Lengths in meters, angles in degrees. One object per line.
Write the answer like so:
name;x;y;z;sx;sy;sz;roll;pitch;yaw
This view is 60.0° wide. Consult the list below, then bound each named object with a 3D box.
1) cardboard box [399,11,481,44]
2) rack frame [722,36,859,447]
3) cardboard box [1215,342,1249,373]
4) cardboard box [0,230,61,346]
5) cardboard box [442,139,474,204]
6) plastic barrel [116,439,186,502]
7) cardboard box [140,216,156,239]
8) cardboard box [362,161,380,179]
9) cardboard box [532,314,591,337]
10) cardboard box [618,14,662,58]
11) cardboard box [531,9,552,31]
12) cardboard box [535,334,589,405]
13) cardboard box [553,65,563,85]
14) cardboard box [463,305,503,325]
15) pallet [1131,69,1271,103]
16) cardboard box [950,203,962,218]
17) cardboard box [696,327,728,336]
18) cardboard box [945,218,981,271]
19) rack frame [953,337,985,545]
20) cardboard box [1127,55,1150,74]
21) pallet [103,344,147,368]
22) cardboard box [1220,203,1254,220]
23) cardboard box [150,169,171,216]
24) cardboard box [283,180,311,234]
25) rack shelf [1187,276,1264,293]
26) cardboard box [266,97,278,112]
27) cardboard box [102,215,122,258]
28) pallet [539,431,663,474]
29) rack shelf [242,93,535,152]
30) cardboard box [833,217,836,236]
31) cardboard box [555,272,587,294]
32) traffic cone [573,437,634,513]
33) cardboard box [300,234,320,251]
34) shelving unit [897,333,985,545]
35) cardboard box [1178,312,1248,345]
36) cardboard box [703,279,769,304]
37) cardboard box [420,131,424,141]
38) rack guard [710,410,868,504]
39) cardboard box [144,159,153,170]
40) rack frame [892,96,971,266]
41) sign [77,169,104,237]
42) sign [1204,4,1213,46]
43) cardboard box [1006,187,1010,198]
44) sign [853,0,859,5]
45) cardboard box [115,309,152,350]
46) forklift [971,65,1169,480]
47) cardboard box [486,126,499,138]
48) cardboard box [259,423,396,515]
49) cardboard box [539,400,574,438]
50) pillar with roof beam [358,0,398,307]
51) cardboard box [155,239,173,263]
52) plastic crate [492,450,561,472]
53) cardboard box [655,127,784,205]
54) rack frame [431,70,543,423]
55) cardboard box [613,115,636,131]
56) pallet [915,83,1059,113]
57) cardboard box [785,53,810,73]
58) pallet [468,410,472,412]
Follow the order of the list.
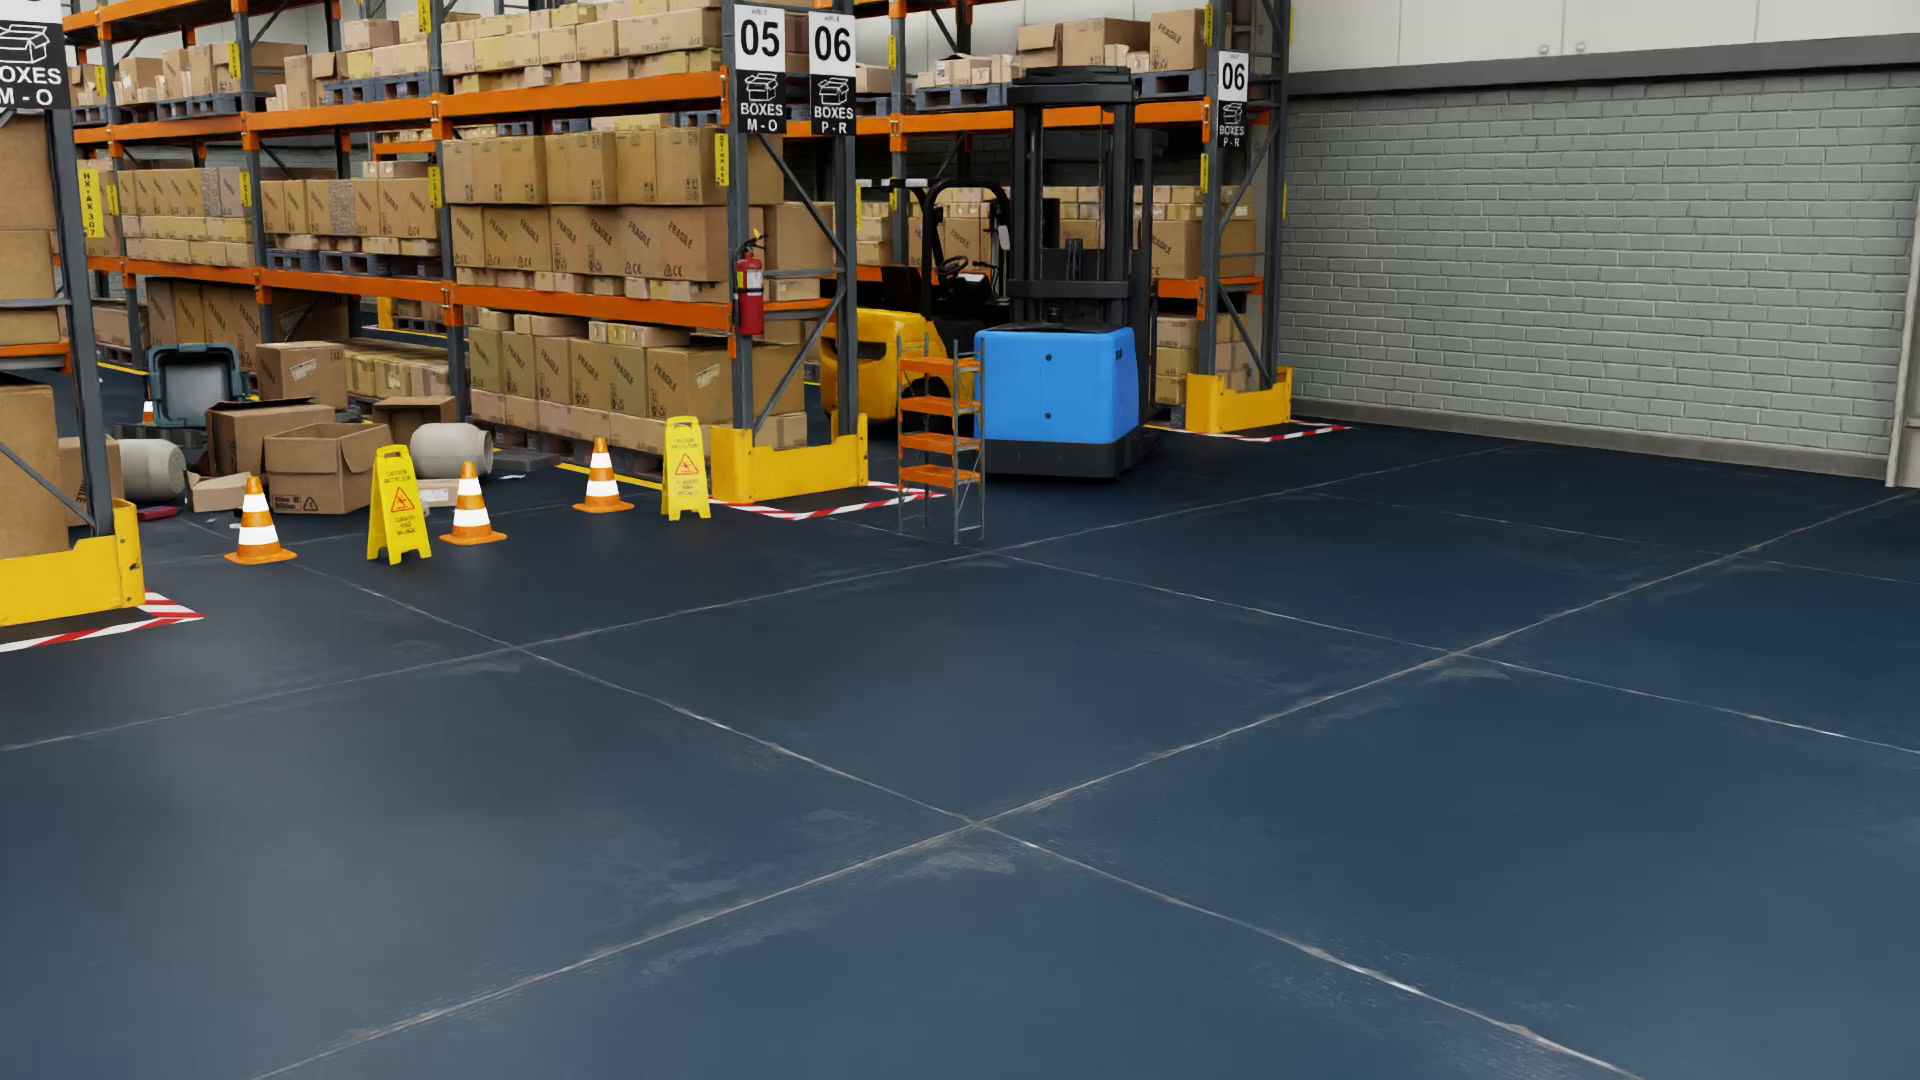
cardboard box;-4.370;-4.296;13.986;0.500;0.250;0.500;-10;16;-41
rack frame;-1.115;-1.799;11.209;1.000;3.000;0.127;-11;16;-43
cardboard box;2.298;-1.692;15.227;0.500;0.250;0.500;-11;16;-42
cardboard box;-4.915;-1.215;8.006;0.875;0.550;0.550;-11;16;-43
cardboard box;-3.731;-2.972;13.443;0.700;0.500;0.500;-11;16;-43
plastic barrel;-5.495;-0.464;11.116;0.512;0.421;0.421;-1;12;-4
cardboard box;-8.922;-3.546;18.821;0.500;0.250;0.500;-11;16;-42
cardboard box;-5.051;-3.272;14.726;0.250;0.149;0.380;11;16;43
cardboard box;-3.078;-1.662;12.855;0.380;0.149;0.250;-10;15;-39
cardboard box;-2.000;-3.453;11.438;0.500;0.250;0.500;-11;16;-43
cardboard box;-2.957;-3.845;12.355;0.380;0.149;0.250;-11;16;-43
cardboard box;-2.930;-1.333;12.861;0.500;0.500;0.500;-10;15;-40
cardboard box;-2.774;-3.423;12.283;0.380;0.149;0.250;-11;16;-42
cardboard box;-6.944;-3.423;24.248;0.500;0.500;0.700;11;16;43
pallet;2.003;-4.024;14.793;1.003;0.211;1.213;-11;16;-43
cardboard box;0.120;-3.287;16.575;0.380;0.149;0.250;-11;16;-43
cardboard box;-2.632;-2.608;19.982;0.875;0.625;0.625;-10;15;-41
cardboard box;0.199;-2.949;16.543;0.500;0.500;0.500;-11;16;-42
rack frame;0.054;-0.576;9.735;0.240;1.200;0.015;-11;16;-43
cardboard box;1.680;-4.170;14.620;0.250;0.149;0.380;11;16;44
pallet;-9.871;-2.306;20.582;1.003;0.211;1.213;-11;16;-43
cardboard box;2.425;-2.943;14.909;0.250;0.149;0.380;11;16;44
cardboard box;-8.590;-3.841;18.393;0.500;0.500;0.500;11;16;44
cardboard box;-6.132;-3.194;15.953;0.500;0.500;0.500;-10;15;-40
rack shelf;1.091;-2.526;16.038;0.919;0.124;3.809;-11;16;-43
cardboard box;-6.545;-4.243;16.260;0.380;0.149;0.250;-11;16;-43
cardboard box;-9.907;-3.631;19.855;0.500;0.500;0.500;-11;16;-42
pallet;-2.542;-0.746;13.007;1.003;0.211;1.213;-11;16;-43
rack shelf;-5.259;-3.791;15.229;1.077;0.370;4.000;-11;16;-43
cardboard box;-1.175;-3.356;17.901;0.500;0.250;0.500;11;16;44
cardboard box;-2.821;-1.948;12.555;0.380;0.149;0.250;-11;16;-43
traffic cone;-2.345;-0.439;10.897;0.336;0.463;0.334;-11;16;-43
cardboard box;-6.048;-2.840;15.846;0.380;0.149;0.250;-11;16;-42
shelving unit;-0.114;-0.612;9.908;0.258;1.200;0.503;-11;16;-43
cardboard box;2.277;-1.936;15.171;0.500;0.250;0.500;-11;16;-43
cardboard box;-1.528;-1.700;11.354;0.380;0.149;0.250;-10;15;-41
cardboard box;-7.661;-5.903;24.321;0.380;0.149;0.250;-11;16;-43
rack guard;-1.168;-0.586;11.515;1.175;0.500;0.348;-11;16;-43
cardboard box;-9.621;-4.524;20.102;0.380;0.149;0.250;-11;16;-42
rack frame;-0.290;-3.075;17.402;1.000;3.000;0.127;-11;16;-43
sign;-4.220;-1.633;8.065;0.100;0.325;0.005;-11;16;-43
sign;2.070;-4.281;13.827;0.100;0.325;0.005;-11;16;-43
cardboard box;0.662;-3.322;16.011;0.380;0.149;0.250;-11;16;-43
sign;-0.723;-3.772;11.185;0.100;0.325;0.005;-11;16;-43
cardboard box;-9.758;-2.607;20.443;0.875;0.438;0.875;-11;16;-43
forklift;0.987;-2.117;12.922;1.130;2.935;3.031;3;12;16
cardboard box;-6.277;-5.600;22.846;0.380;0.149;0.250;-11;16;-43
cardboard box;-4.159;-0.480;10.992;0.637;0.503;0.797;1;12;6
cardboard box;-2.920;-0.964;12.932;0.500;0.250;0.500;-11;16;-43
pillar with roof beam;-12.901;-7.684;24.905;9.100;9.000;0.400;-11;16;-43
cardboard box;-8.589;-3.223;18.495;0.500;0.250;0.500;-11;16;-43
plastic crate;-3.387;-0.609;12.670;0.583;0.080;0.402;6;13;26
cardboard box;-1.626;-2.527;11.282;0.500;0.500;0.700;11;16;44
rack frame;-3.878;-2.383;14.042;1.000;3.000;0.127;-11;16;-43
cardboard box;-3.930;-5.169;20.503;0.500;0.250;0.500;-11;16;-42
pallet;0.318;-4.380;16.522;1.003;0.211;1.213;-11;16;-43
cardboard box;-1.110;-3.238;11.386;0.380;0.149;0.250;-11;16;-42
pallet;-4.416;-1.130;14.874;1.003;0.211;1.213;-11;16;-43
